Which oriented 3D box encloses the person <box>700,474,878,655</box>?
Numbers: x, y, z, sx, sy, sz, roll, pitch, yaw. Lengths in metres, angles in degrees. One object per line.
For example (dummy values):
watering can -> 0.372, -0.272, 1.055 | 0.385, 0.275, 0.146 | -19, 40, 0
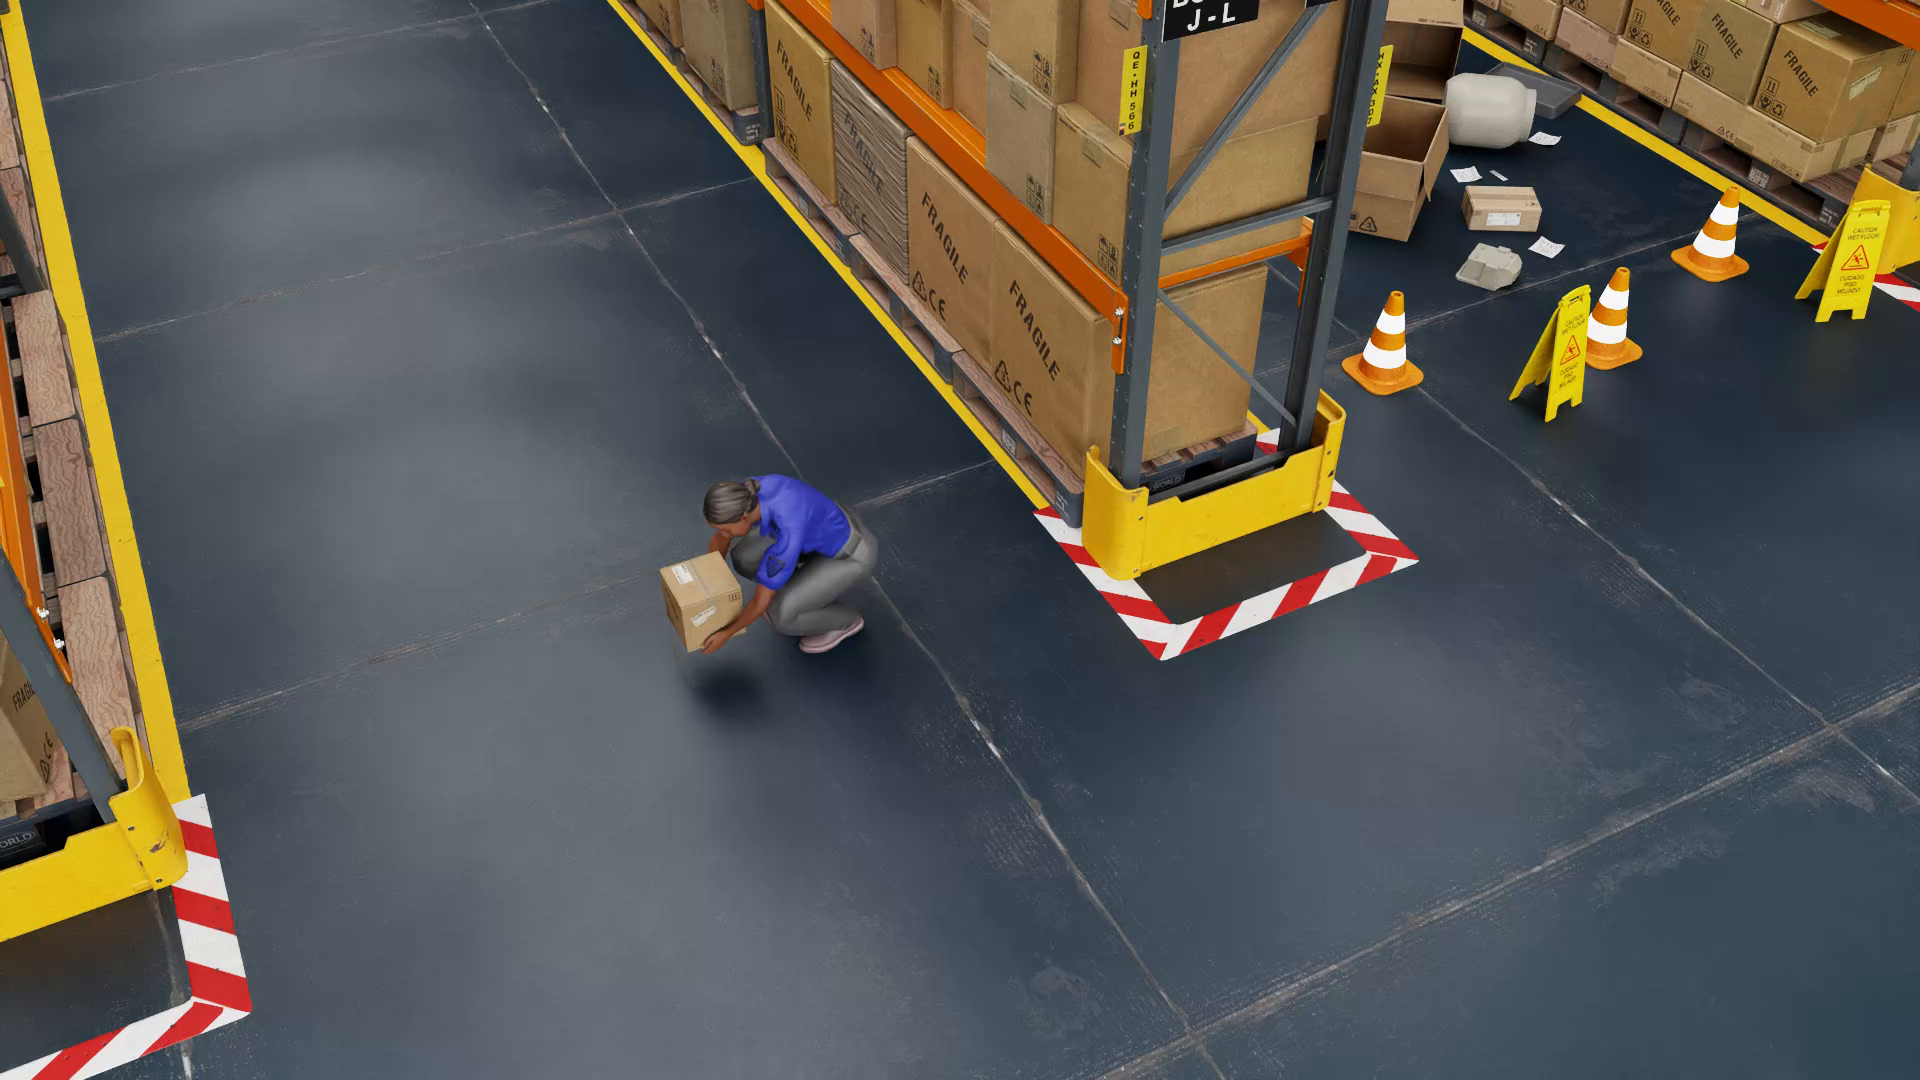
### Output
person -> -0.725, 0.053, 6.672 | 0.822, 0.919, 0.507 | -19, 45, -20
